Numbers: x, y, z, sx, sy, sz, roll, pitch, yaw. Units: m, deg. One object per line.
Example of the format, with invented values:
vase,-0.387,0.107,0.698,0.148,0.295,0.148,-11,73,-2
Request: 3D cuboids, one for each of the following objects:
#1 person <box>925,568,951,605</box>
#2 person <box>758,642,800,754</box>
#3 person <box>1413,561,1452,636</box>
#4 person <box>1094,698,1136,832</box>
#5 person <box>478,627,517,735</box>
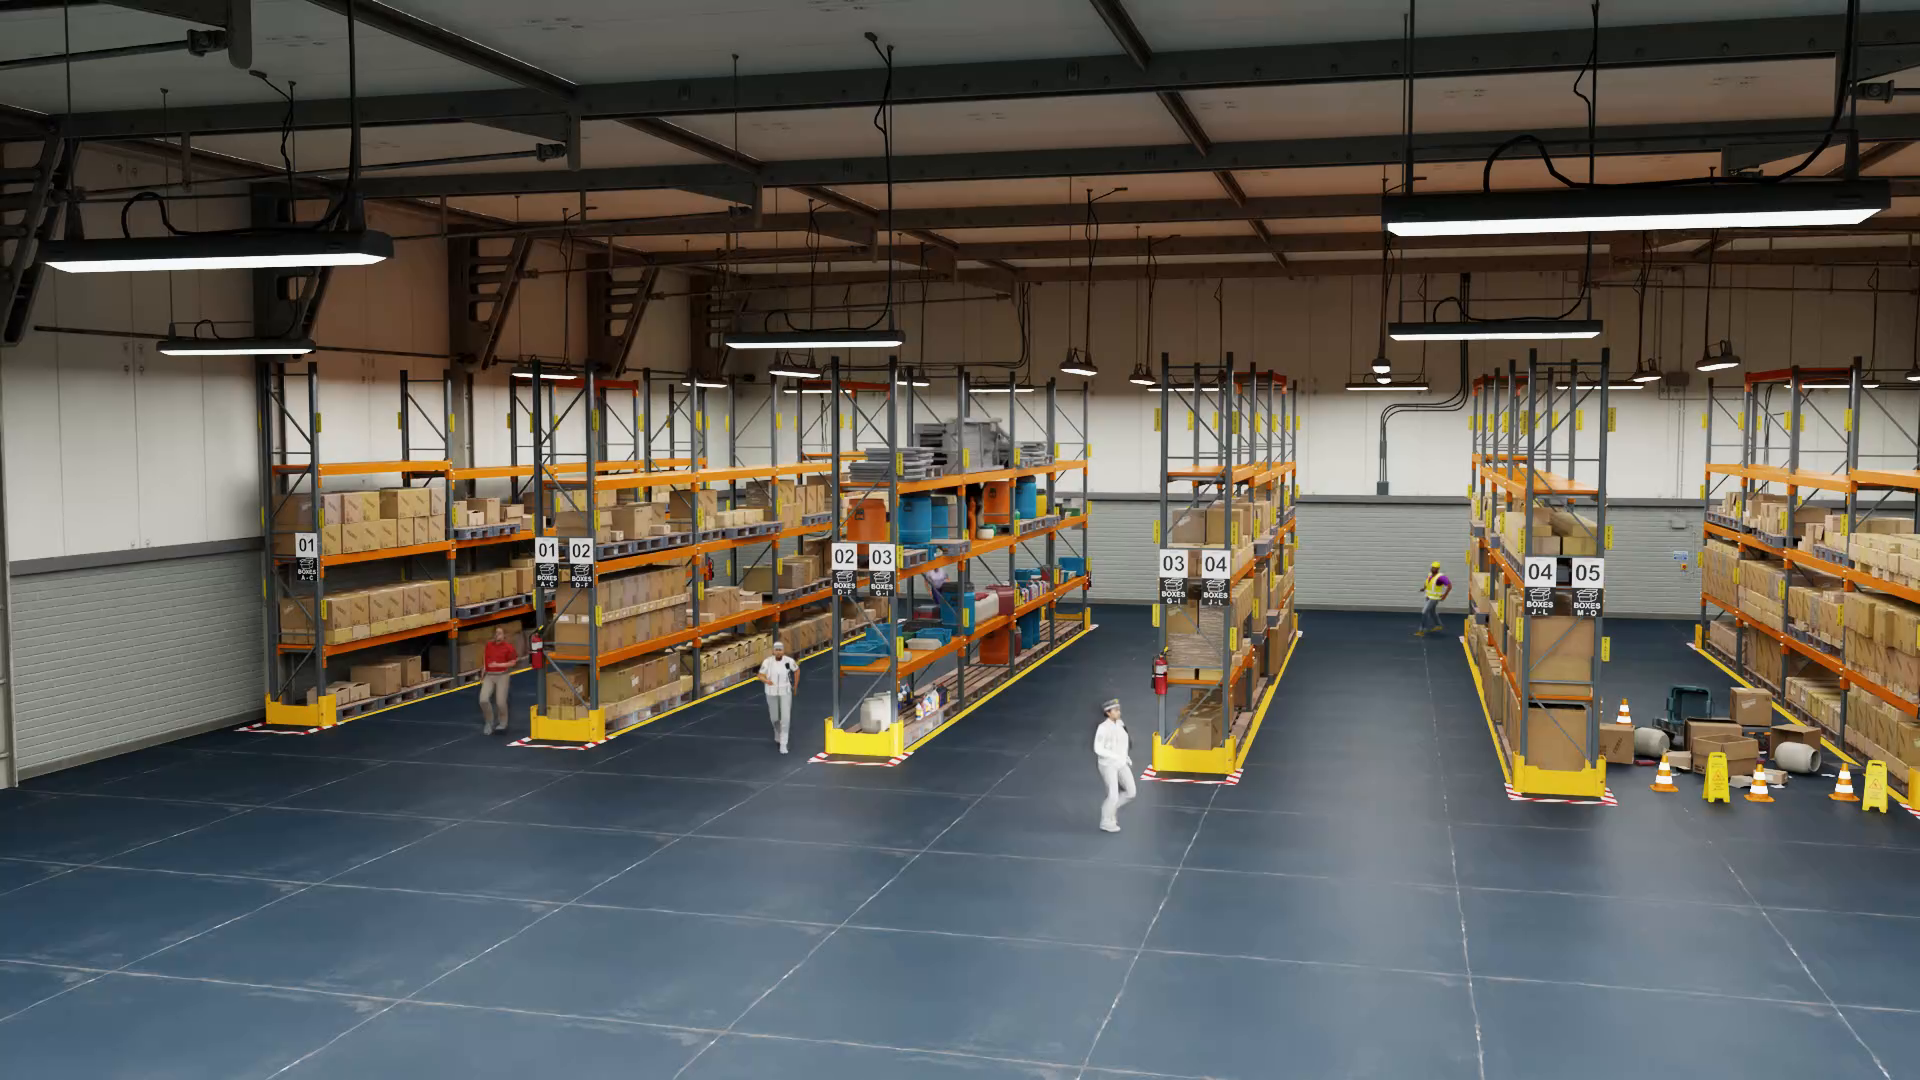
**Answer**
person,-0.543,1.311,41.318,0.654,1.580,0.651,-1,4,-10
person,-2.782,2.389,25.565,0.637,1.682,0.890,0,4,-2
person,11.098,1.386,39.033,0.835,1.785,0.758,-1,4,-15
person,1.915,2.743,20.264,0.589,1.653,0.528,-4,5,-42
person,-7.468,2.276,26.834,0.633,1.747,0.634,1,4,8
